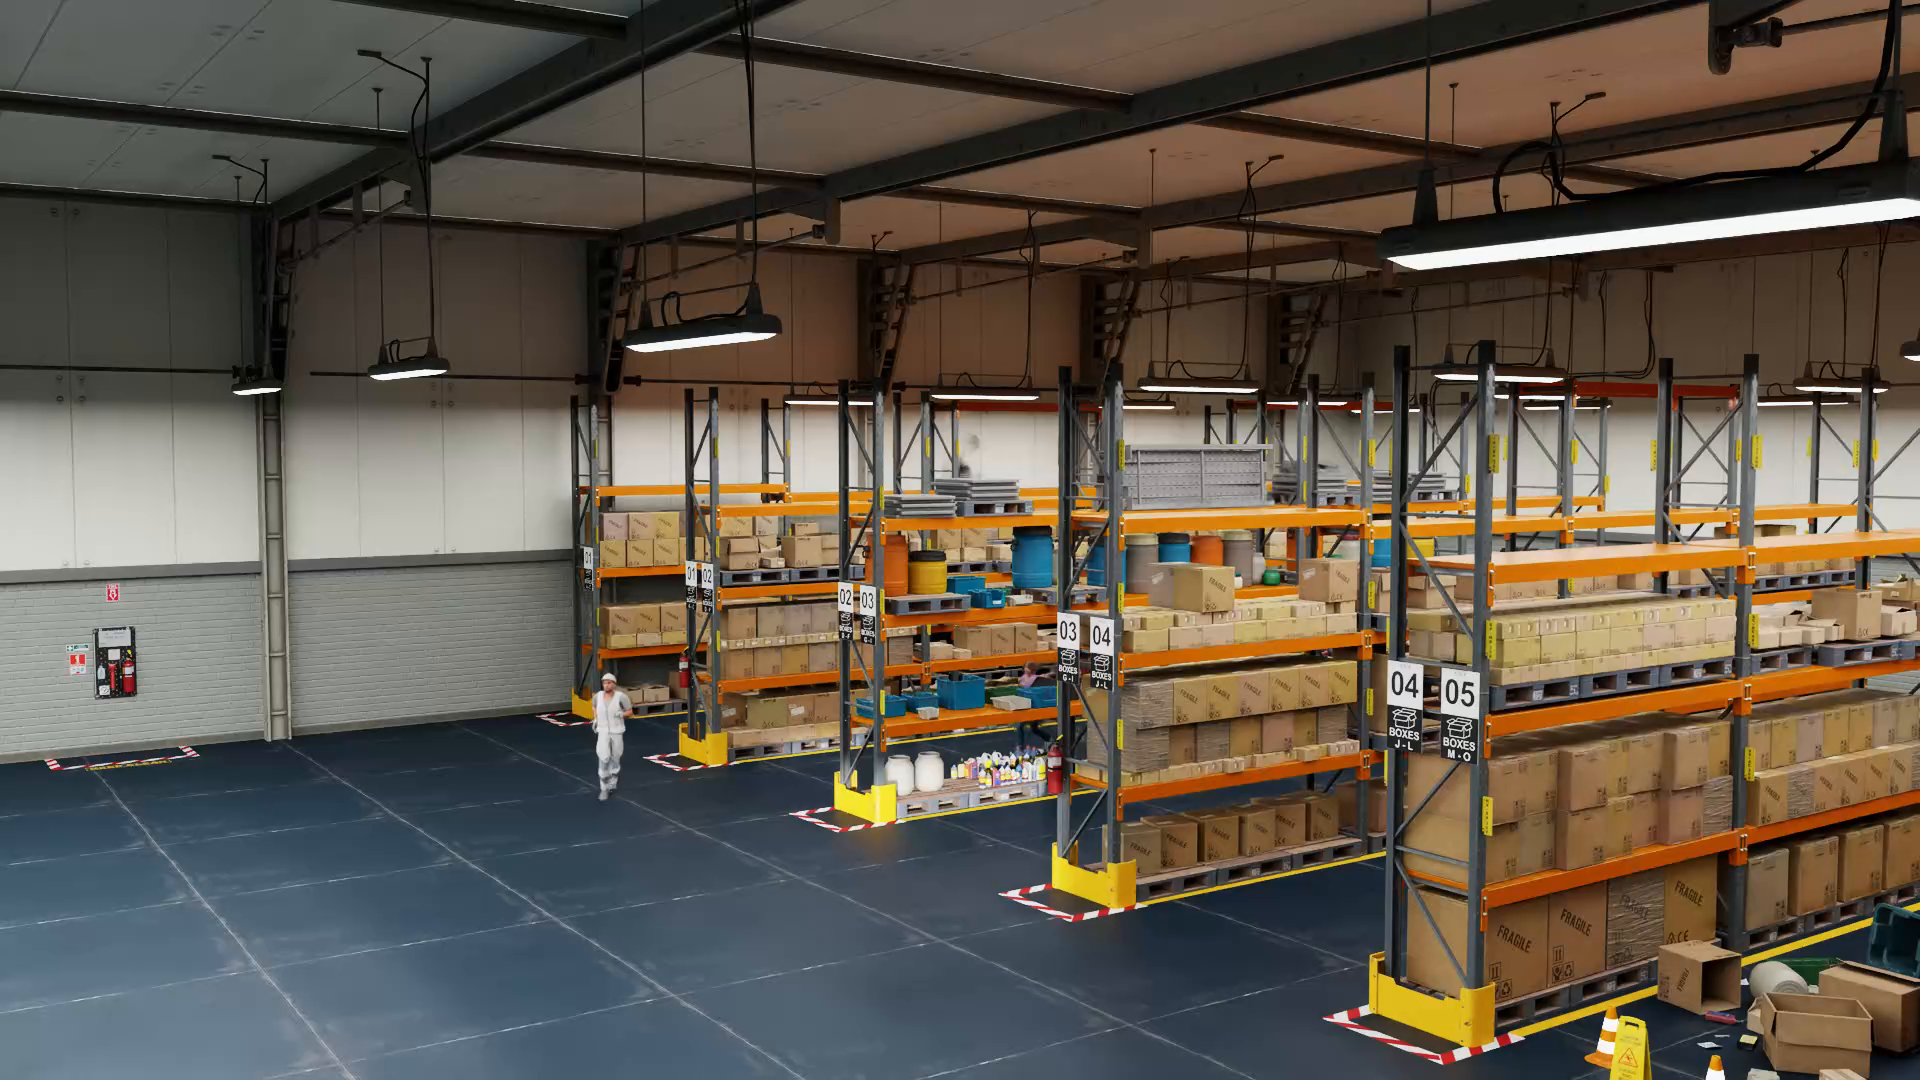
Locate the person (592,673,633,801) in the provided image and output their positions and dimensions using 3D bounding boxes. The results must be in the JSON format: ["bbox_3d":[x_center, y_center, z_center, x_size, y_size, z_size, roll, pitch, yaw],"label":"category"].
[{"bbox_3d":[-5.032,2.839,24.055,0.593,1.851,0.779,0,3,-6],"label":"person"}]

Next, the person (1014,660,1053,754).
[{"bbox_3d":[1.134,2.734,26.983,0.877,1.576,0.543,-3,5,-43],"label":"person"}]
